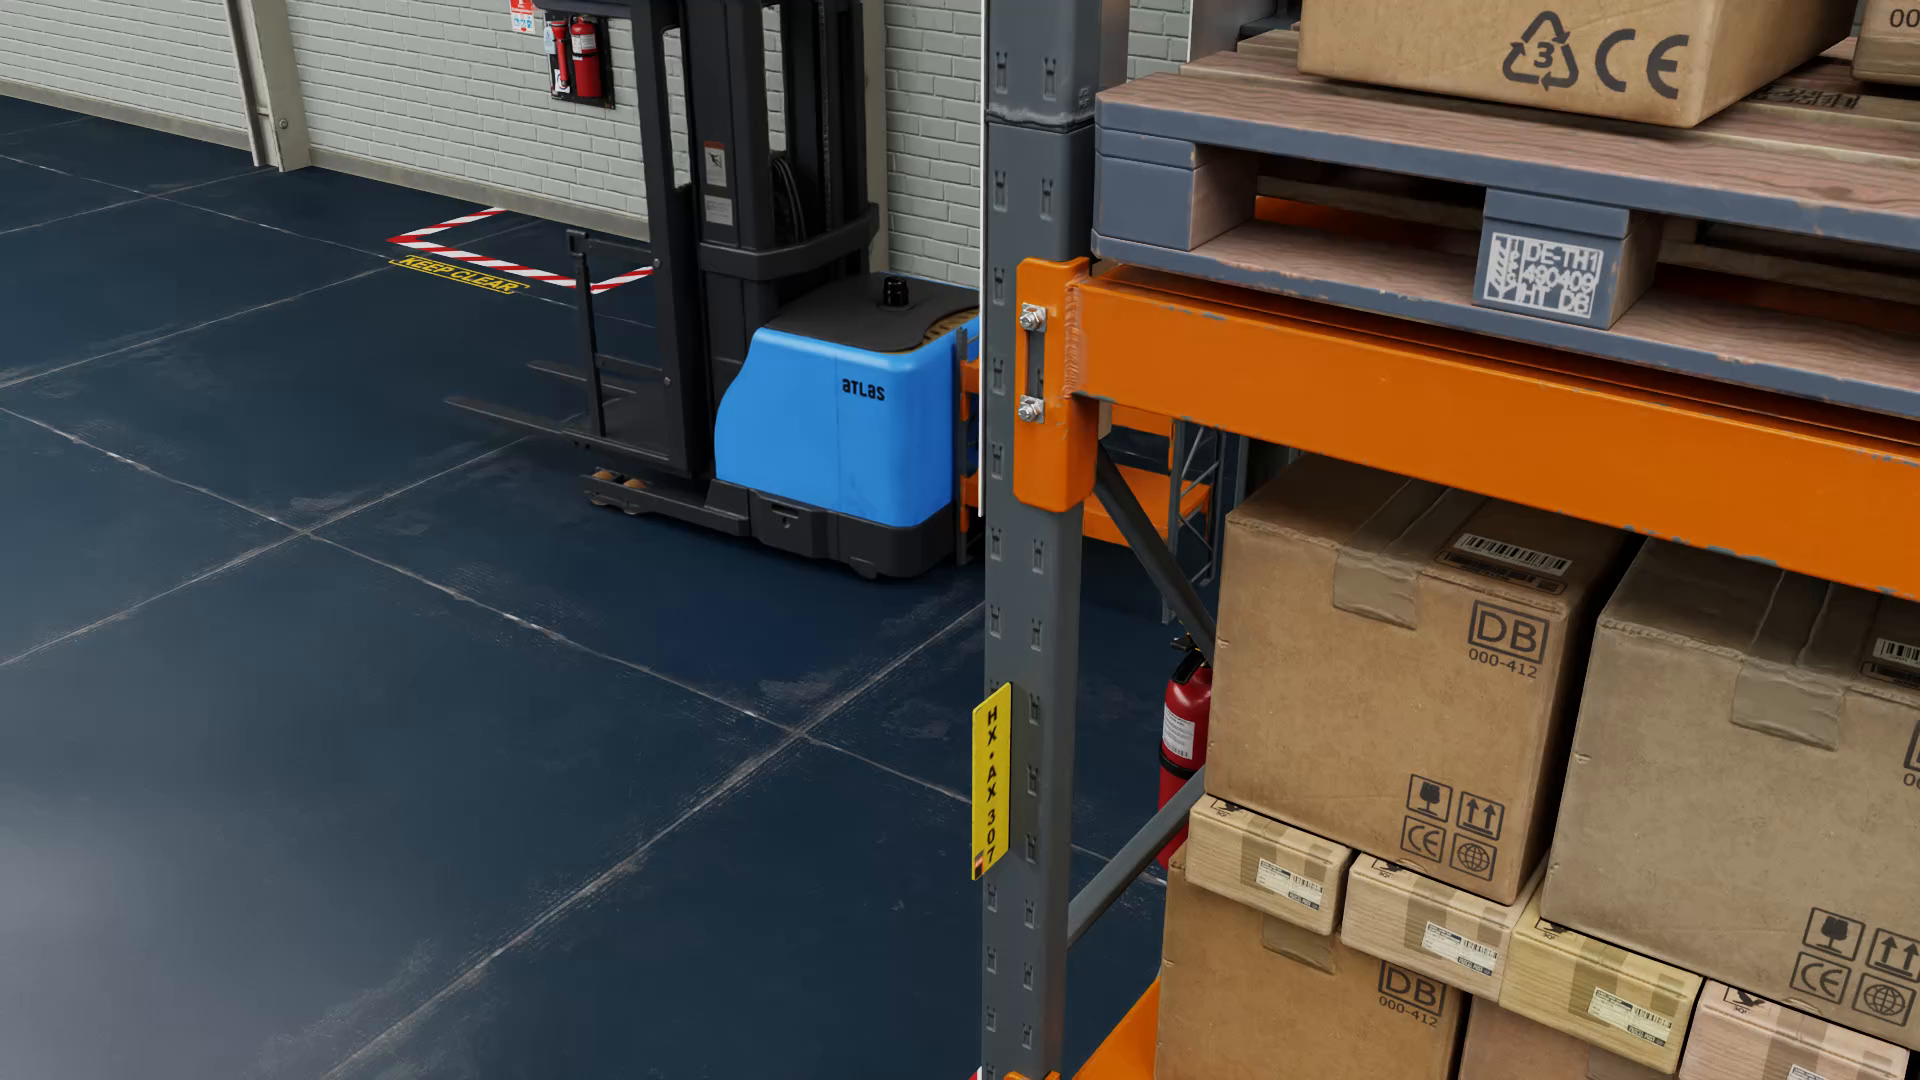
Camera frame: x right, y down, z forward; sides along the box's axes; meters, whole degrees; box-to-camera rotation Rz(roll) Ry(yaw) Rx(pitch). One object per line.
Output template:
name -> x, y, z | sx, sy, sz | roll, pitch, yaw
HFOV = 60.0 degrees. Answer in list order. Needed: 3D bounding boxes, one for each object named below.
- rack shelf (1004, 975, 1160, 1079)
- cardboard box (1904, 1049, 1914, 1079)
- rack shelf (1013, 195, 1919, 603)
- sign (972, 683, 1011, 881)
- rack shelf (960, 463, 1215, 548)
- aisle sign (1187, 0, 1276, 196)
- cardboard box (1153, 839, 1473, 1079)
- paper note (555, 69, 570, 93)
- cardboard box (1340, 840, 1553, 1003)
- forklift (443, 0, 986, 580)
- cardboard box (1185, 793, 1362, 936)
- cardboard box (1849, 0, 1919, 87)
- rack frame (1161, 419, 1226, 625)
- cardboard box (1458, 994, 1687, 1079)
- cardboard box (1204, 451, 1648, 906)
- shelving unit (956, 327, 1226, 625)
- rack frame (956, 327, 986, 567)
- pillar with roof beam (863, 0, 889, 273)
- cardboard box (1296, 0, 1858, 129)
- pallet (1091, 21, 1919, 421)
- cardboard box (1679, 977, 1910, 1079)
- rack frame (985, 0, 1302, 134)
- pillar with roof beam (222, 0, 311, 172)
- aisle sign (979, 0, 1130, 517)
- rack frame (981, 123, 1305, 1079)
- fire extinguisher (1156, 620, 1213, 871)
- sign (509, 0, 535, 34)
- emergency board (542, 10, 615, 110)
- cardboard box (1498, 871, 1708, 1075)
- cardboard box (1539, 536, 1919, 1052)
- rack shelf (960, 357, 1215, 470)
rack shelf -> 2.017, 1.436, 2.415 | 4.000, 0.370, 1.077 | 17, 32, 30
cardboard box -> 1.588, 0.944, 2.477 | 0.500, 0.500, 0.700 | 18, 32, 31
rack shelf -> 2.017, 0.099, 1.735 | 4.000, 0.370, 1.077 | 17, 32, 30
sign -> 0.050, 0.386, 2.642 | 0.005, 0.325, 0.100 | 17, 32, 30
rack shelf -> 0.560, -0.143, 7.329 | 1.000, 0.278, 0.538 | 15, 31, 27
aisle sign -> 0.481, -0.684, 2.920 | 0.004, 0.787, 0.394 | 17, 32, 30
cardboard box -> 0.746, 0.682, 2.993 | 0.500, 0.500, 0.700 | 17, 32, 30
paper note -> -2.831, -3.263, 11.827 | 0.142, 0.148, 0.016 | 17, 32, 30
cardboard box -> 0.789, 0.516, 2.604 | 0.250, 0.149, 0.380 | 16, 31, 29
forklift -> -1.240, -1.615, 7.692 | 3.031, 2.935, 1.130 | 15, 31, 27
cardboard box -> 0.570, 0.449, 2.735 | 0.250, 0.149, 0.380 | 17, 32, 30
cardboard box -> 1.467, -0.721, 2.100 | 0.500, 0.250, 0.500 | 17, 32, 30
rack frame -> 0.996, -0.242, 6.985 | 0.032, 1.125, 0.500 | 15, 31, 27
cardboard box -> 1.182, 0.815, 2.732 | 0.500, 0.500, 0.700 | 18, 32, 32
cardboard box -> 0.790, 0.117, 2.672 | 0.500, 0.500, 0.700 | 17, 32, 30
shelving unit -> 0.560, -0.360, 7.218 | 1.048, 1.125, 0.538 | 15, 31, 27
rack frame -> 0.125, -0.479, 7.452 | 0.032, 1.125, 0.500 | 15, 31, 27
pillar with roof beam -> -3.146, -4.000, 5.688 | 0.400, 9.000, 9.100 | 17, 32, 30
cardboard box -> 0.840, -0.882, 2.137 | 0.637, 0.503, 0.797 | 20, 33, 34
pallet -> 0.937, -0.505, 2.225 | 1.213, 0.211, 1.003 | 17, 32, 30
cardboard box -> 1.201, 0.646, 2.348 | 0.250, 0.149, 0.380 | 17, 31, 30
rack frame -> 0.369, -2.072, 1.900 | 0.127, 3.000, 1.000 | 17, 32, 30
pillar with roof beam -> -8.092, -5.541, 8.716 | 0.400, 9.000, 9.100 | 17, 32, 30
aisle sign -> 0.141, -0.459, 2.479 | 0.004, 0.787, 0.394 | 17, 32, 30
rack frame -> 0.369, 0.601, 3.261 | 0.127, 3.000, 1.000 | 17, 32, 30
fire extinguisher -> 0.534, 0.432, 3.679 | 0.183, 0.674, 0.296 | 17, 32, 30
sign -> -3.121, -3.781, 11.833 | 0.234, 0.329, 0.001 | 17, 32, 30
emergency board -> -2.724, -3.585, 11.487 | 0.643, 1.169, 0.194 | 17, 32, 30
cardboard box -> 0.994, 0.580, 2.477 | 0.250, 0.149, 0.380 | 17, 32, 31
cardboard box -> 1.227, 0.250, 2.411 | 0.500, 0.500, 0.700 | 16, 31, 29
rack shelf -> 0.560, -0.621, 7.085 | 1.000, 0.278, 0.538 | 15, 31, 27
